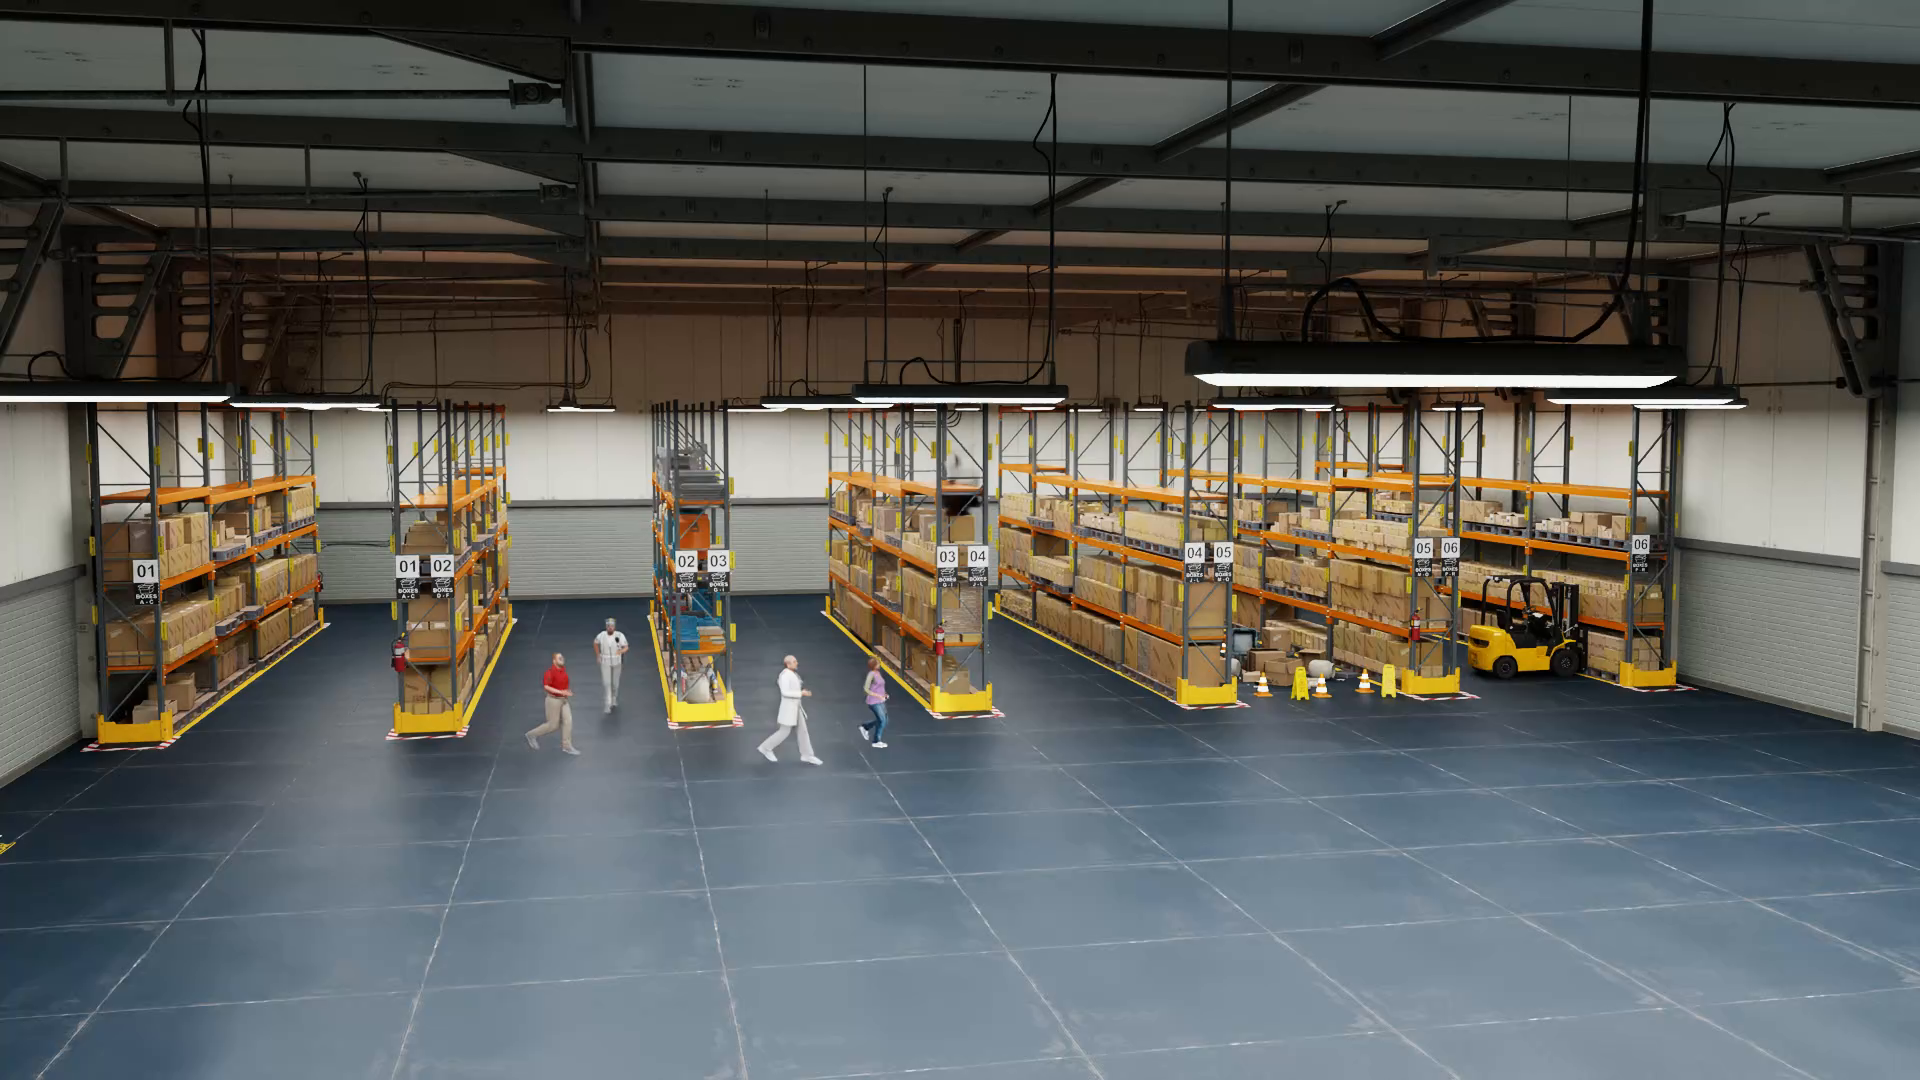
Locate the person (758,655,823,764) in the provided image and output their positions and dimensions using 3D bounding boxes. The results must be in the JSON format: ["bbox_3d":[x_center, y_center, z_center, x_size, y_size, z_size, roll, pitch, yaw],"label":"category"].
[{"bbox_3d":[-2.778,2.769,27.085,1.057,1.790,0.709,1,4,12],"label":"person"}]

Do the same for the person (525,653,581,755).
[{"bbox_3d":[-6.855,2.761,28.109,0.910,1.733,0.671,1,4,15],"label":"person"}]

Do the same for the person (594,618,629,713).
[{"bbox_3d":[-6.757,2.418,32.266,0.648,1.840,0.820,-1,4,-17],"label":"person"}]

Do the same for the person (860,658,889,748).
[{"bbox_3d":[-1.491,2.792,28.607,0.566,1.547,0.534,1,5,19],"label":"person"}]
